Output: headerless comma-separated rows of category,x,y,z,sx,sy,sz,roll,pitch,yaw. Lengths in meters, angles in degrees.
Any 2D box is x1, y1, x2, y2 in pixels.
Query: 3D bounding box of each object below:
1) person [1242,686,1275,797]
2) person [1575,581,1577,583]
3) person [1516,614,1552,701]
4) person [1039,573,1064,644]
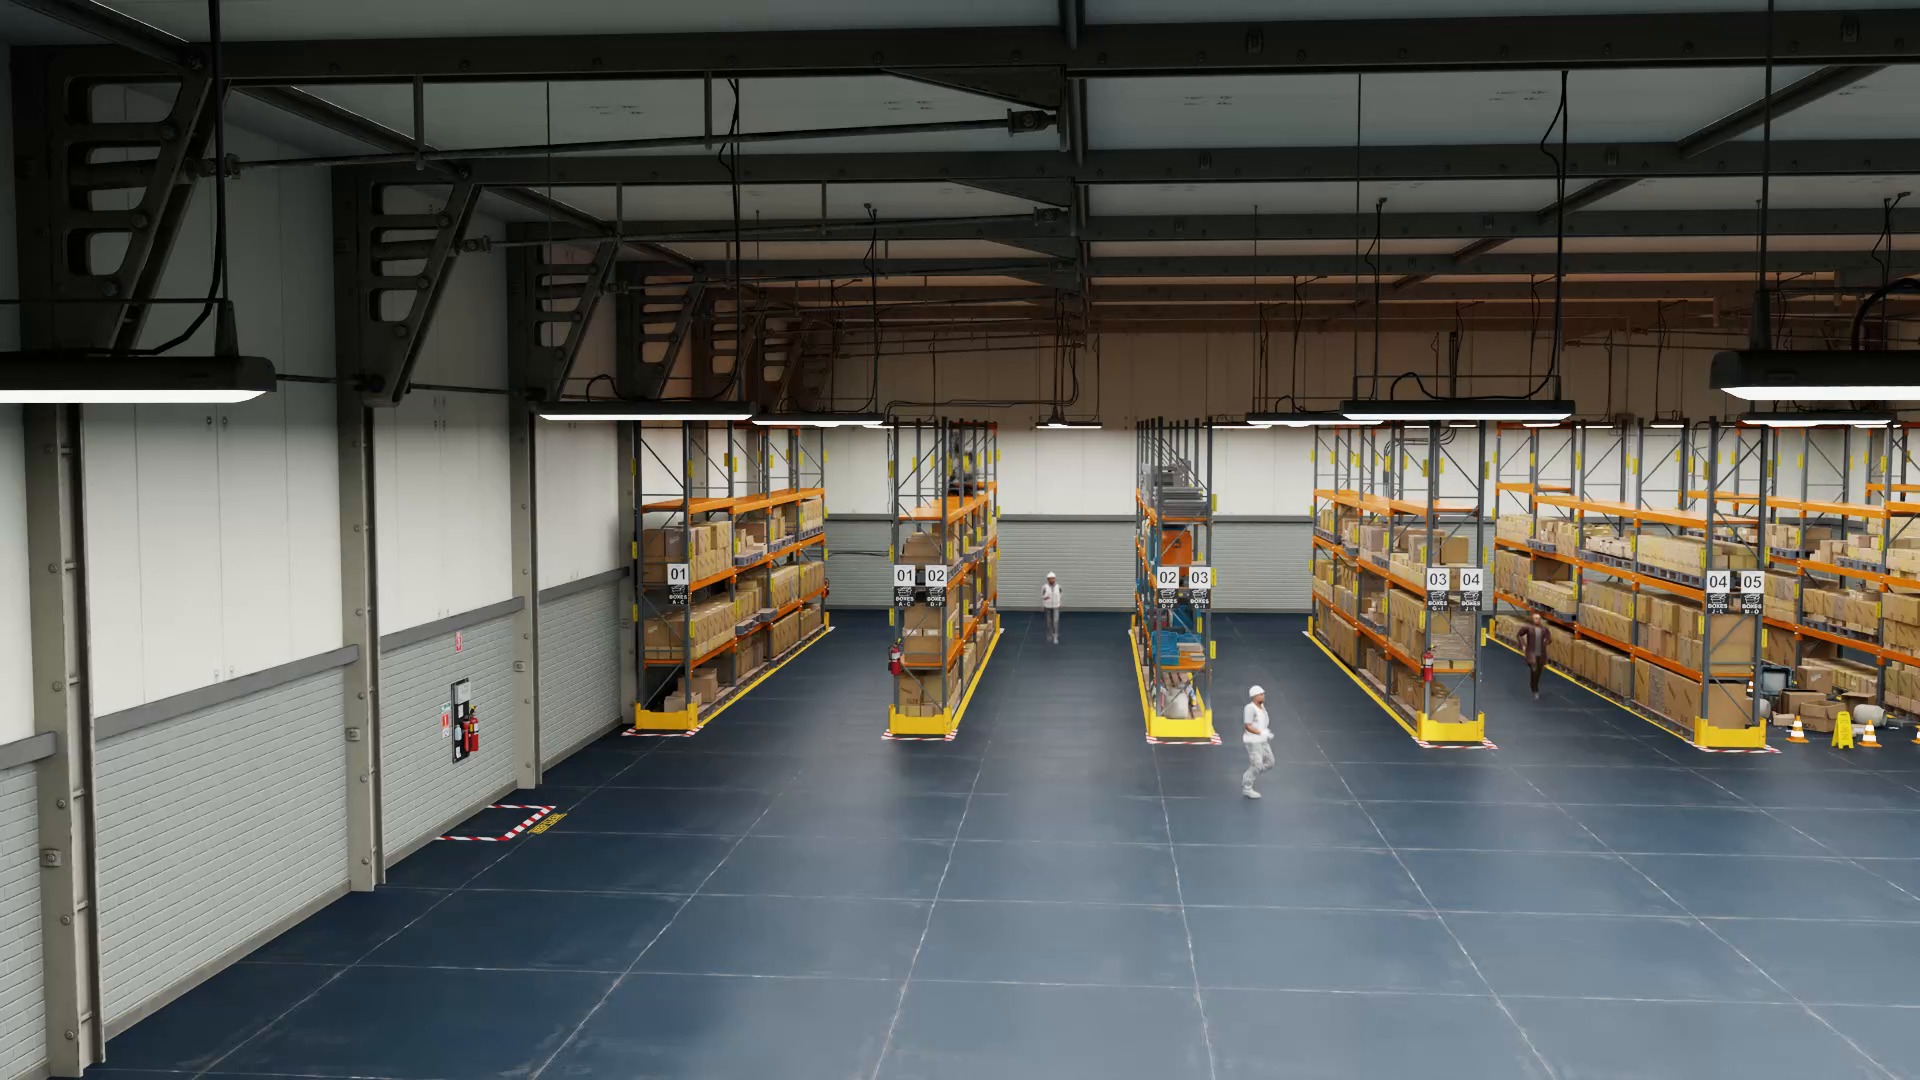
person,4.679,3.146,26.025,0.601,1.745,0.712,2,4,31
person,16.911,1.868,45.548,0.637,1.735,0.643,0,4,-6
person,12.387,2.490,35.796,0.694,1.822,0.877,0,4,0
person,2.361,1.744,42.817,0.658,1.812,0.889,0,4,-3
